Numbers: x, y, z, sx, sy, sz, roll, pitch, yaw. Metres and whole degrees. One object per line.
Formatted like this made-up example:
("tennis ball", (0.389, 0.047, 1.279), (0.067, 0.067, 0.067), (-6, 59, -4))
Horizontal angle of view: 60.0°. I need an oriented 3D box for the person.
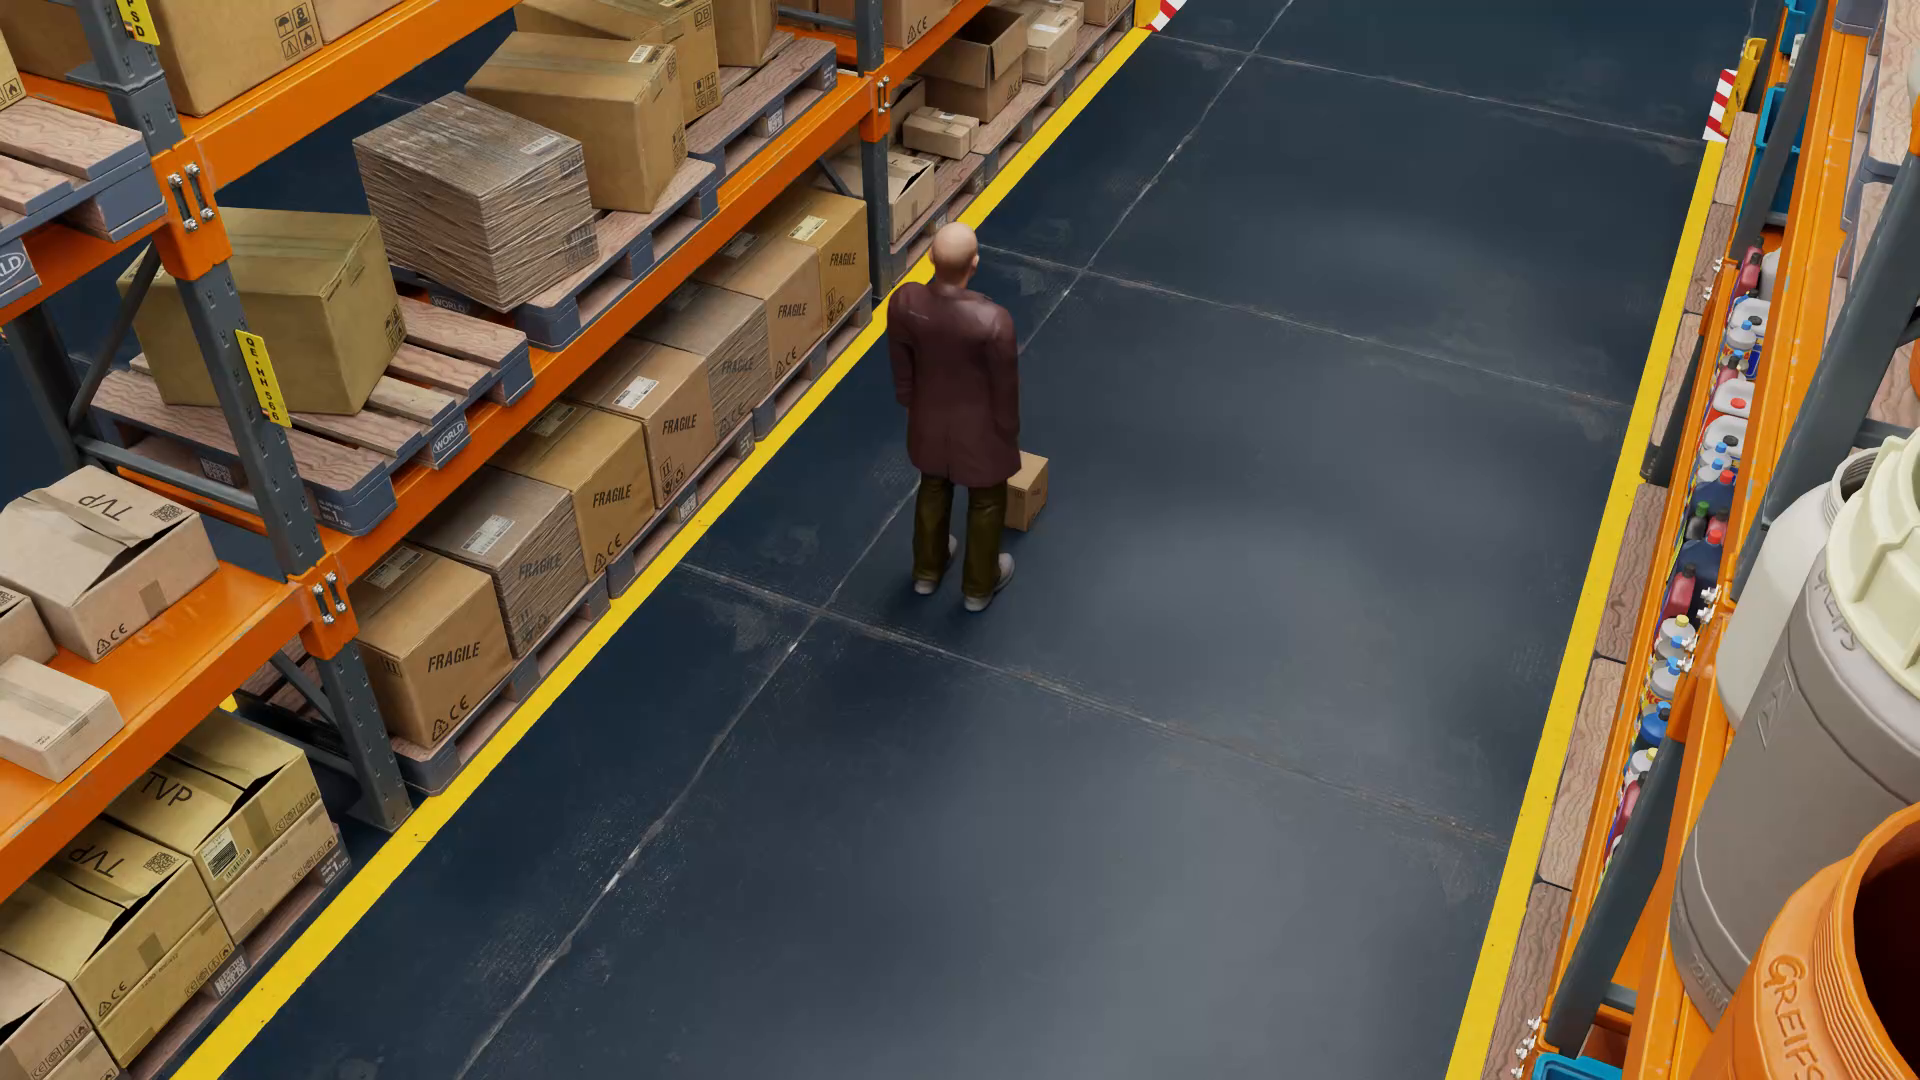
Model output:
("person", (-0.010, -0.502, 6.745), (0.562, 1.773, 0.377), (18, 45, 19))
